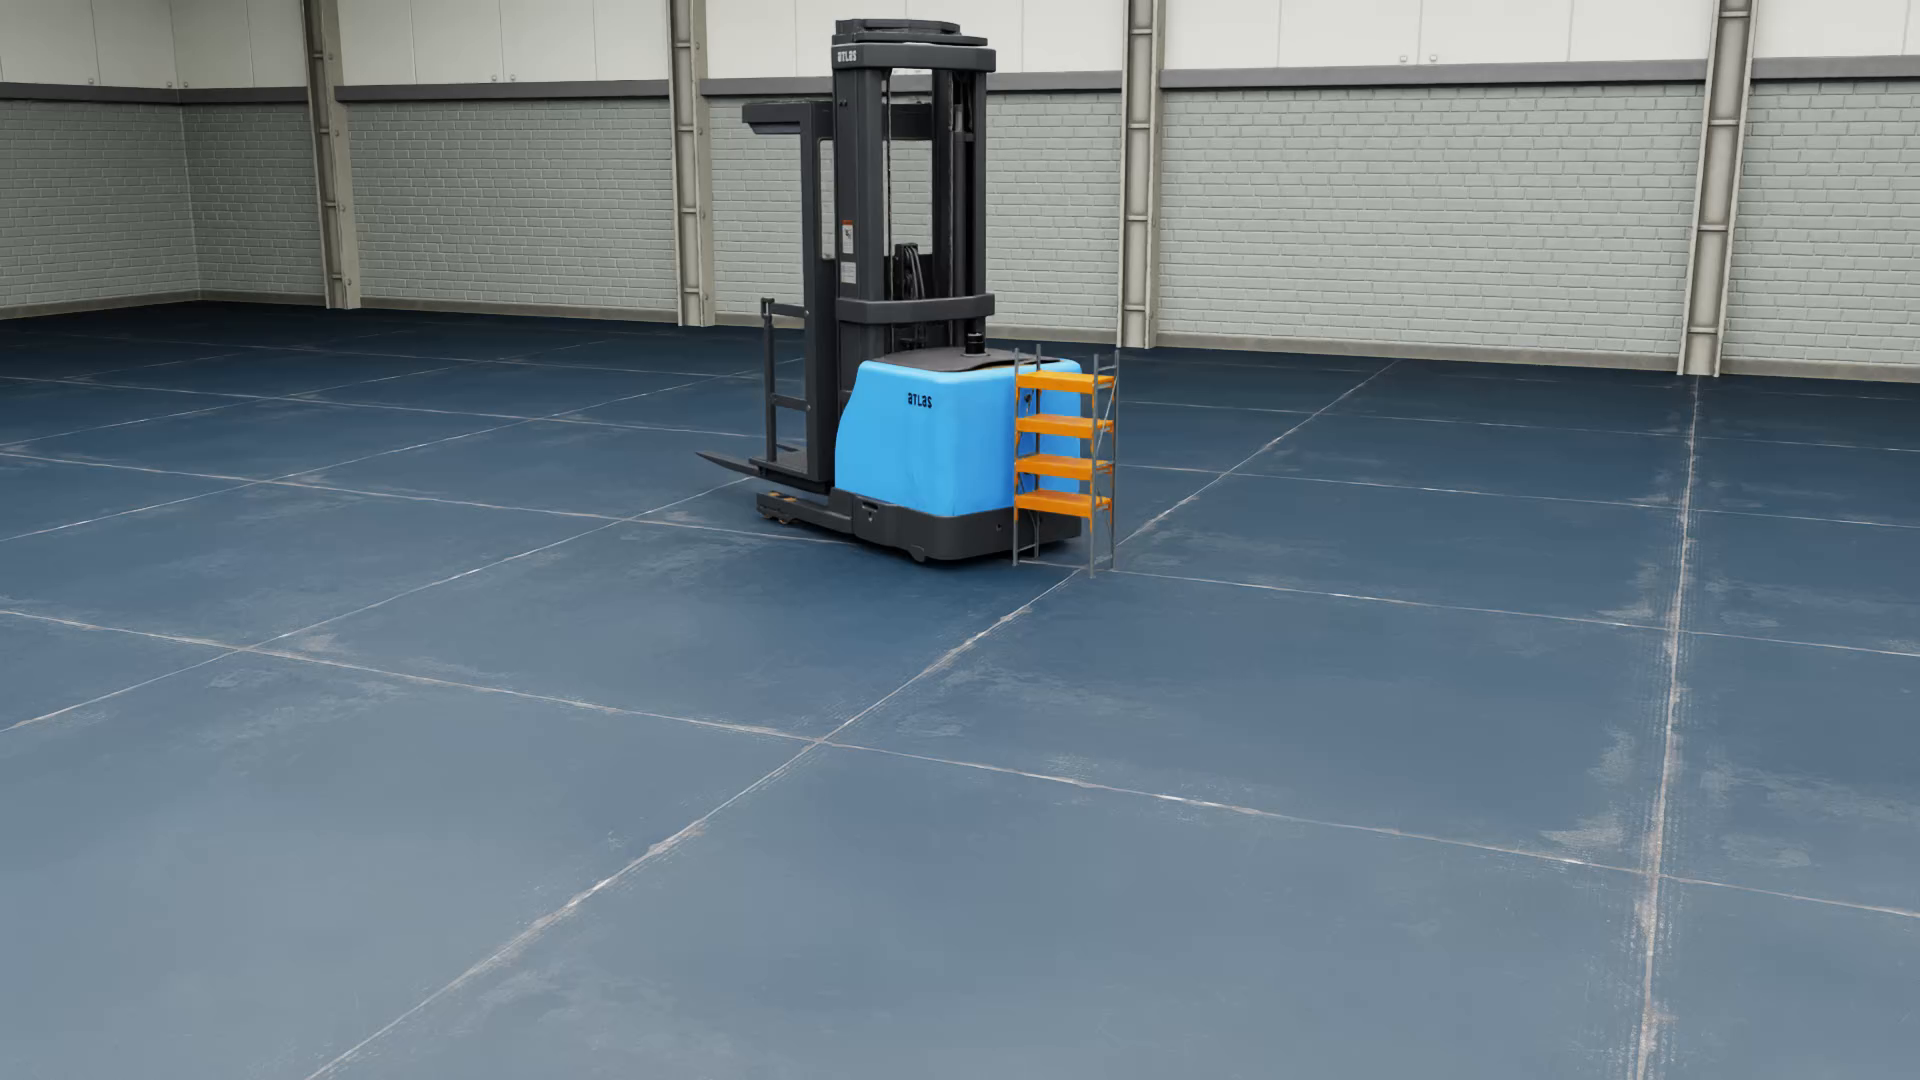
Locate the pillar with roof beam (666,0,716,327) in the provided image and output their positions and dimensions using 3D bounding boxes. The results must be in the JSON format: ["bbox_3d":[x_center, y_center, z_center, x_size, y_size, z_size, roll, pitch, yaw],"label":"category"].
[{"bbox_3d":[-5.175,-6.289,16.858,0.400,9.000,9.100,6,14,23],"label":"pillar with roof beam"}]

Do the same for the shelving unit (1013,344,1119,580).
[{"bbox_3d":[0.566,-0.428,8.953,0.503,1.200,0.258,9,16,34],"label":"shelving unit"}]

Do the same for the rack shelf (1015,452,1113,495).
[{"bbox_3d":[0.566,-0.363,8.968,0.480,0.148,0.258,9,16,34],"label":"rack shelf"}]

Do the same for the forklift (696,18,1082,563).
[{"bbox_3d":[-0.606,-1.584,10.088,1.130,2.935,3.031,-10,17,-37],"label":"forklift"}]

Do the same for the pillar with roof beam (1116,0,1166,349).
[{"bbox_3d":[0.311,-5.734,14.492,0.400,9.000,9.100,6,14,23],"label":"pillar with roof beam"}]

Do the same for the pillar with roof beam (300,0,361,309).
[{"bbox_3d":[-10.661,-6.844,19.224,0.400,9.000,9.100,6,14,23],"label":"pillar with roof beam"}]

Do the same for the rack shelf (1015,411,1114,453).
[{"bbox_3d":[0.566,-0.580,8.917,0.480,0.148,0.258,9,16,34],"label":"rack shelf"}]

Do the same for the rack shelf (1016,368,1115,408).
[{"bbox_3d":[0.566,-0.811,8.863,0.480,0.148,0.258,9,16,34],"label":"rack shelf"}]

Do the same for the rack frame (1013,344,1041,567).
[{"bbox_3d":[0.365,-0.460,9.088,0.015,1.200,0.240,9,16,34],"label":"rack frame"}]

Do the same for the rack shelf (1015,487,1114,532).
[{"bbox_3d":[0.566,-0.169,9.014,0.480,0.148,0.258,9,16,34],"label":"rack shelf"}]

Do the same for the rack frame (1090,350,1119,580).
[{"bbox_3d":[0.767,-0.396,8.818,0.015,1.200,0.240,9,16,34],"label":"rack frame"}]

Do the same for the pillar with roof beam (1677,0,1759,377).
[{"bbox_3d":[5.797,-5.179,12.126,0.400,9.000,9.100,6,14,23],"label":"pillar with roof beam"}]
